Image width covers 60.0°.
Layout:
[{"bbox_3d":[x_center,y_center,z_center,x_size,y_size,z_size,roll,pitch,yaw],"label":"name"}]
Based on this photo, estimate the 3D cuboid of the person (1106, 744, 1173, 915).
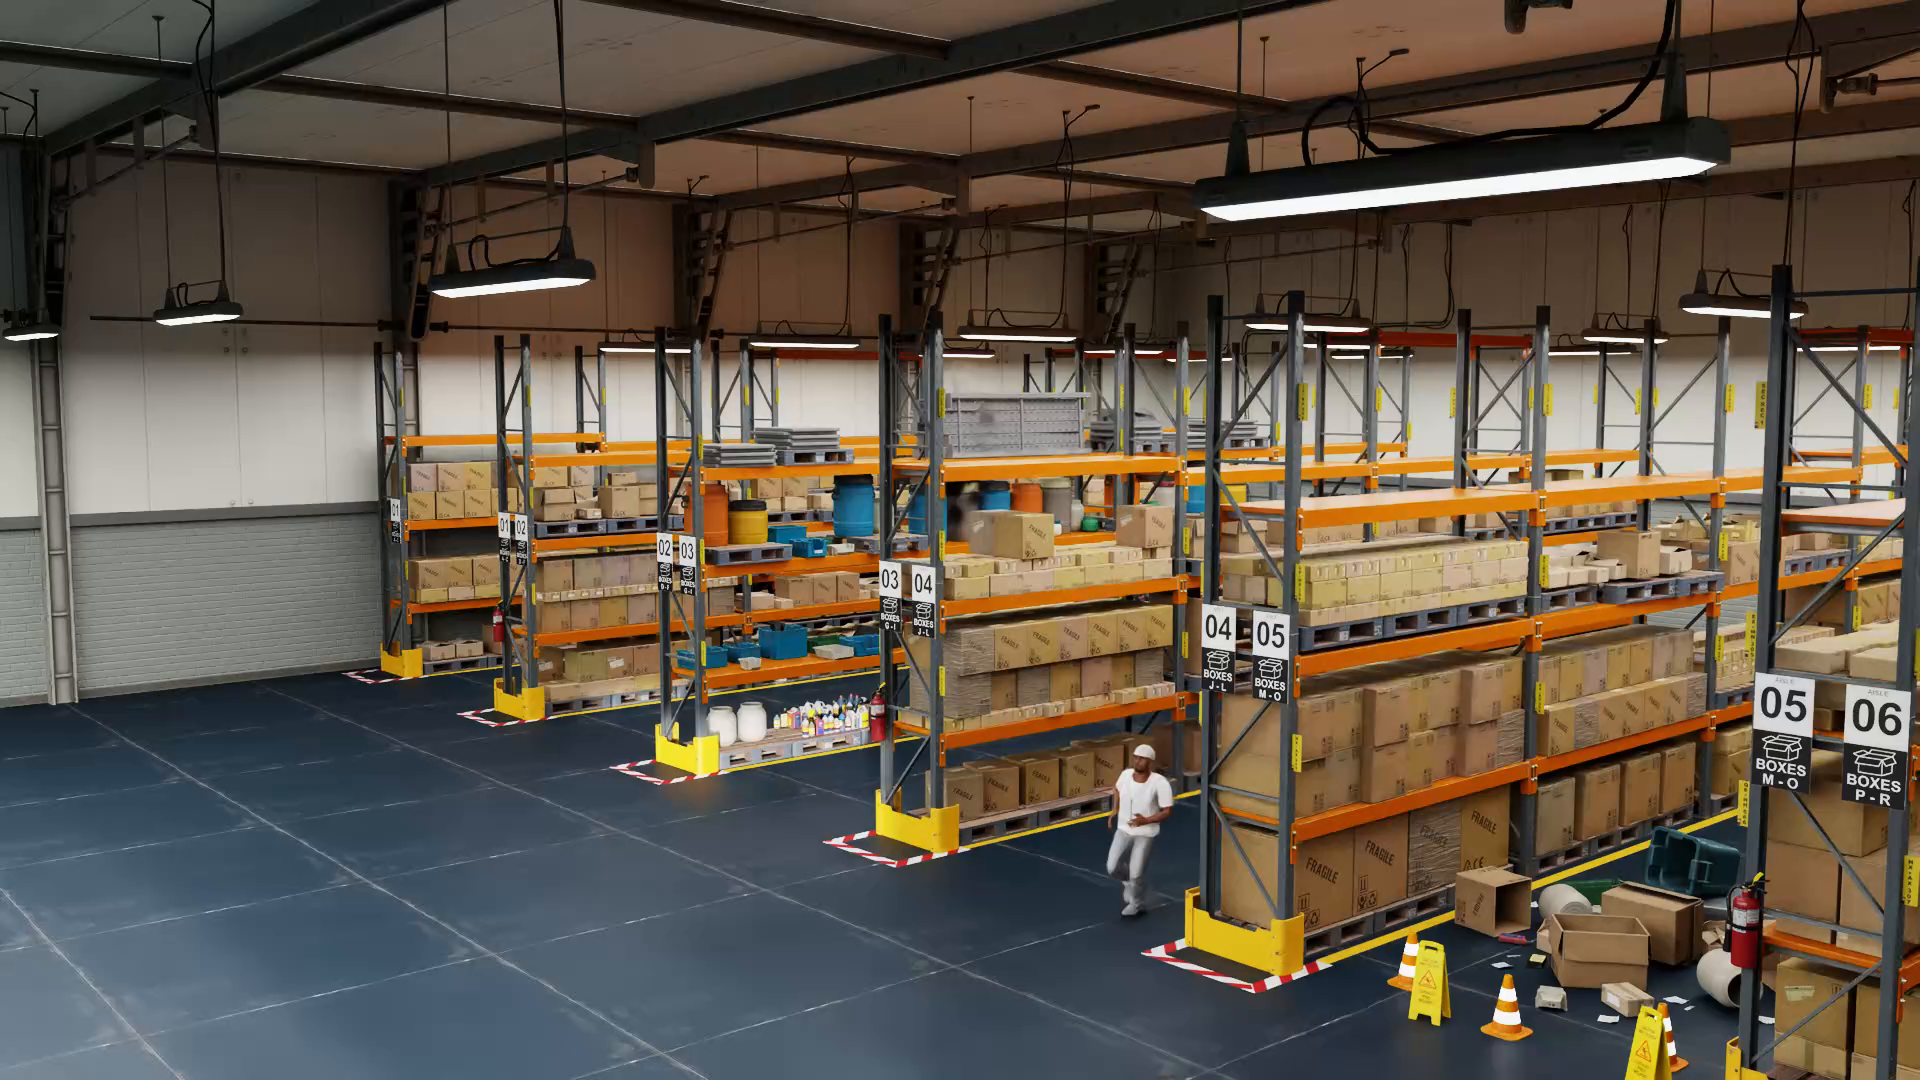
[{"bbox_3d":[1.728,2.835,16.231,0.703,1.700,0.559,3,6,31],"label":"person"}]
